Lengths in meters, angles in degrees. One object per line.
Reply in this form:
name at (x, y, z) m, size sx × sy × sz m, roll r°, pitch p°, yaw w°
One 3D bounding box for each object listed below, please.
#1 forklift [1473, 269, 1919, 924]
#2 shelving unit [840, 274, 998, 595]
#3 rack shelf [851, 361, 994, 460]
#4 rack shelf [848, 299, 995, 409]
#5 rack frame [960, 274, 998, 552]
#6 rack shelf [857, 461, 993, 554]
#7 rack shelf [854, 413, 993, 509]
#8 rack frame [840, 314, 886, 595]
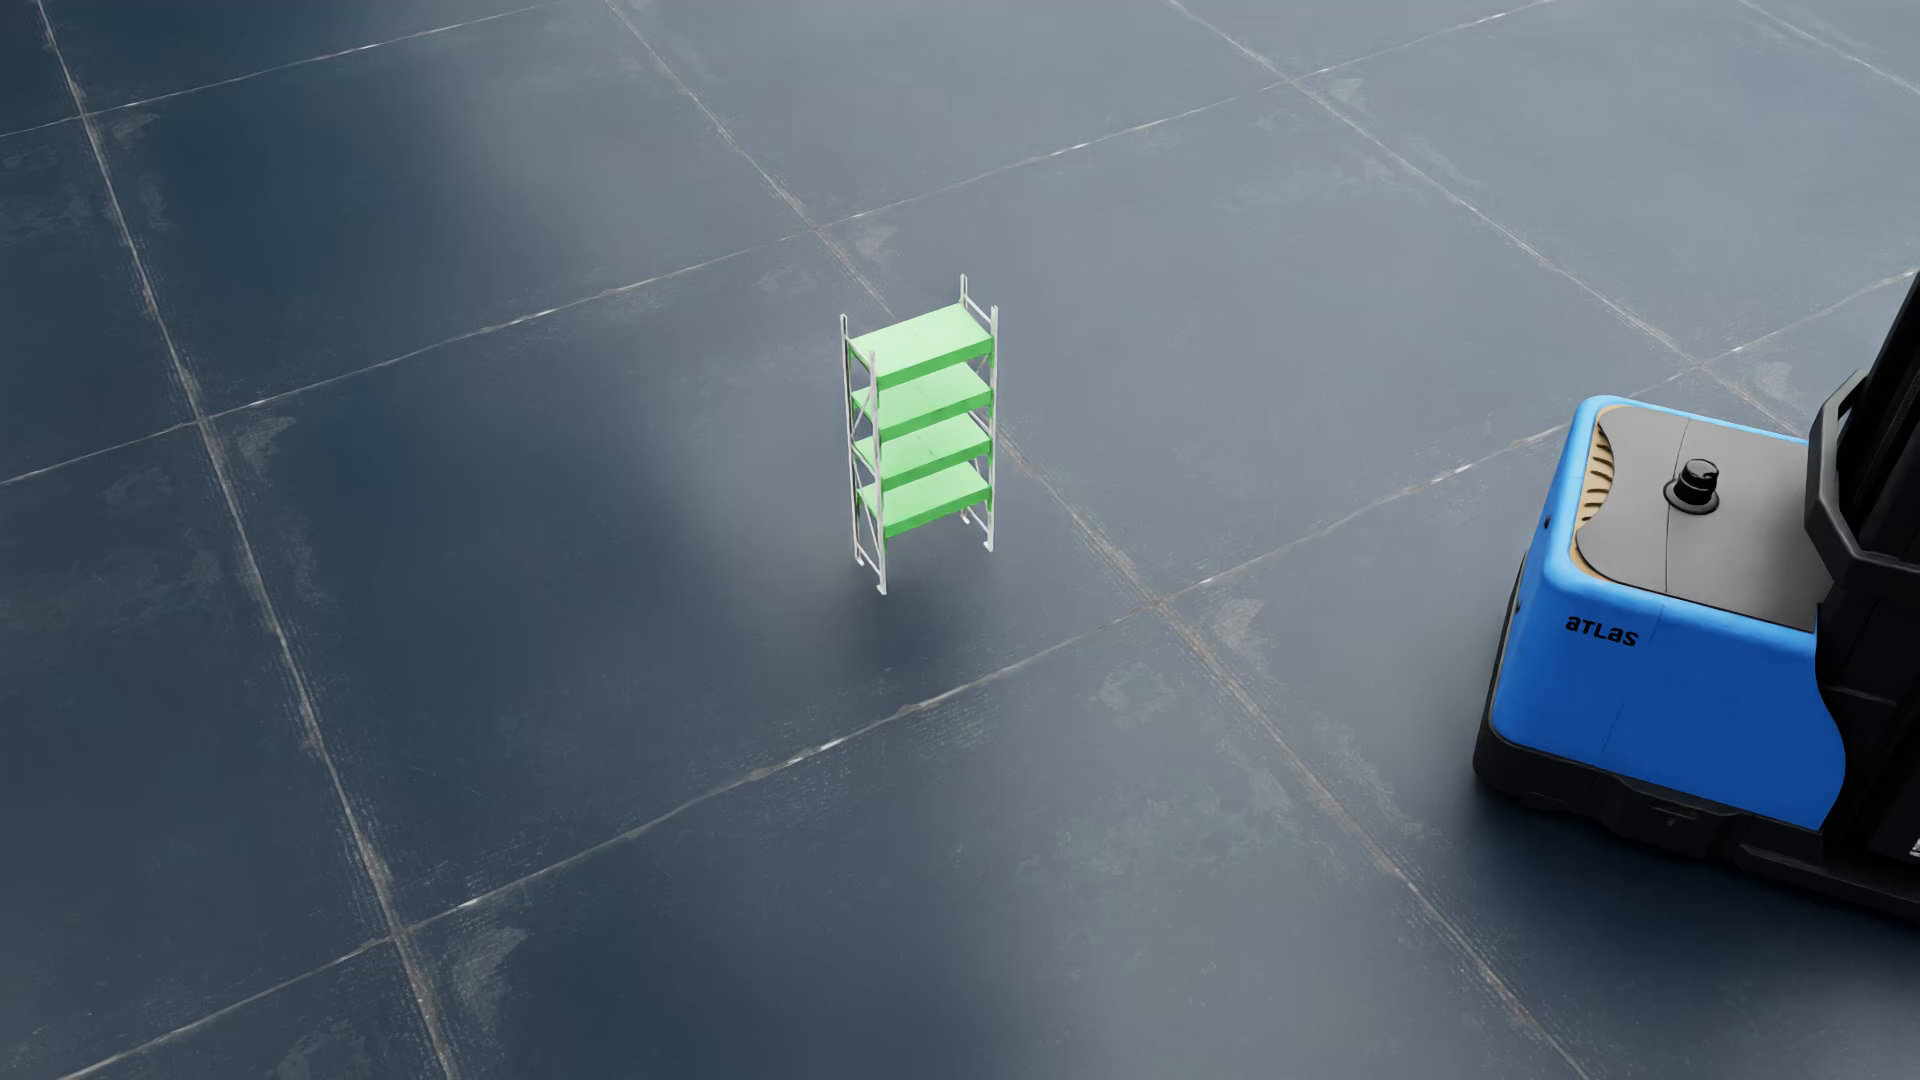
forklift at (3.367, -0.106, 4.754) m, size 3.031 × 2.935 × 1.130 m, roll 16°, pitch 46°, yaw 16°
shelving unit at (-0.144, -0.373, 6.273) m, size 0.503 × 1.200 × 0.258 m, roll -22°, pitch 48°, yaw -21°
rack shelf at (-0.144, -0.500, 6.150) m, size 0.480 × 0.148 × 0.258 m, roll -22°, pitch 48°, yaw -21°
rack shelf at (-0.144, -0.672, 5.983) m, size 0.480 × 0.148 × 0.258 m, roll -22°, pitch 48°, yaw -21°
rack frame at (0.068, -0.458, 6.360) m, size 0.015 × 1.200 × 0.240 m, roll -22°, pitch 48°, yaw -21°
rack shelf at (-0.144, -0.155, 6.485) m, size 0.480 × 0.148 × 0.258 m, roll -22°, pitch 48°, yaw -21°
rack shelf at (-0.144, -0.327, 6.317) m, size 0.480 × 0.148 × 0.258 m, roll -22°, pitch 48°, yaw -21°
rack frame at (-0.355, -0.288, 6.186) m, size 0.015 × 1.200 × 0.240 m, roll -22°, pitch 48°, yaw -21°
